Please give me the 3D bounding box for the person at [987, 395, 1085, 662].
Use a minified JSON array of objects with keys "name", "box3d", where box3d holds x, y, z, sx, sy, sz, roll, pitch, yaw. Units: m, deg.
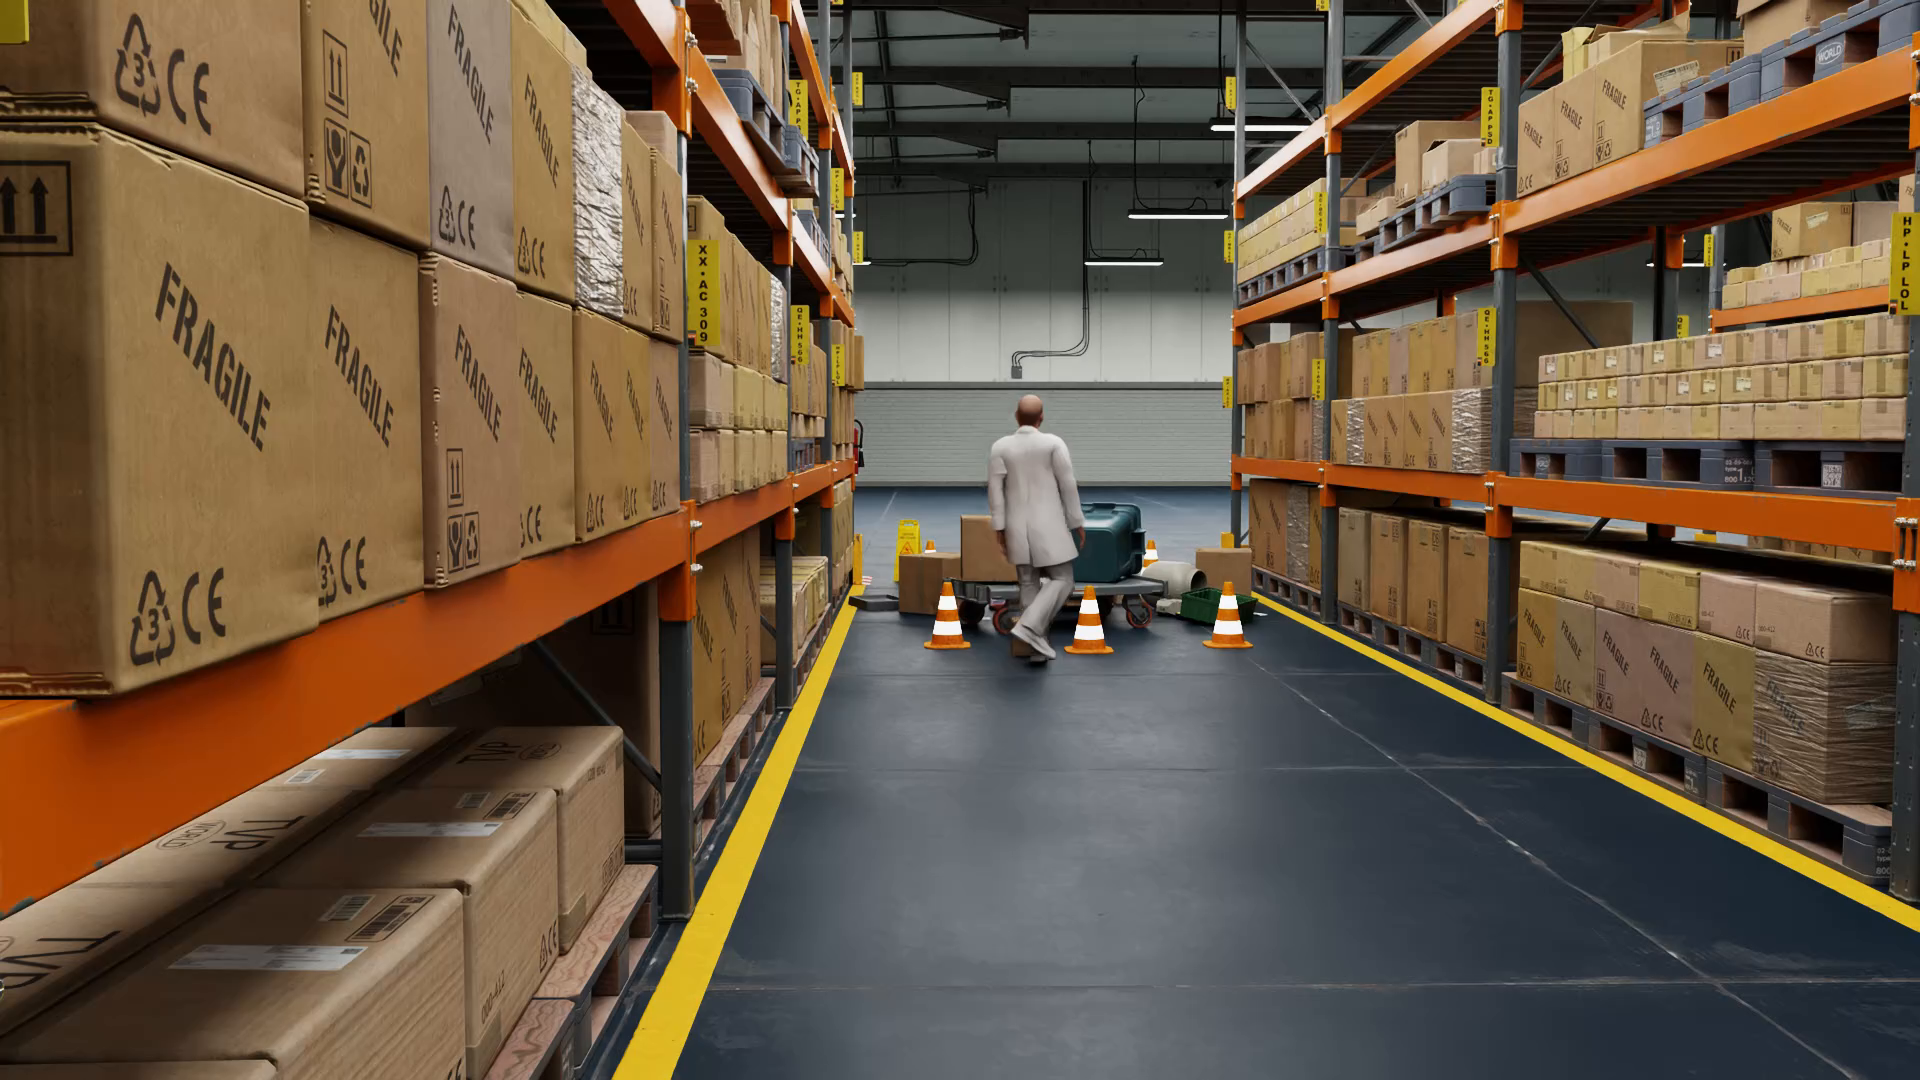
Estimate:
[{"name":"person","box3d":[0.512,-0.070,11.031,0.636,1.775,0.636,1,4,22]}]
